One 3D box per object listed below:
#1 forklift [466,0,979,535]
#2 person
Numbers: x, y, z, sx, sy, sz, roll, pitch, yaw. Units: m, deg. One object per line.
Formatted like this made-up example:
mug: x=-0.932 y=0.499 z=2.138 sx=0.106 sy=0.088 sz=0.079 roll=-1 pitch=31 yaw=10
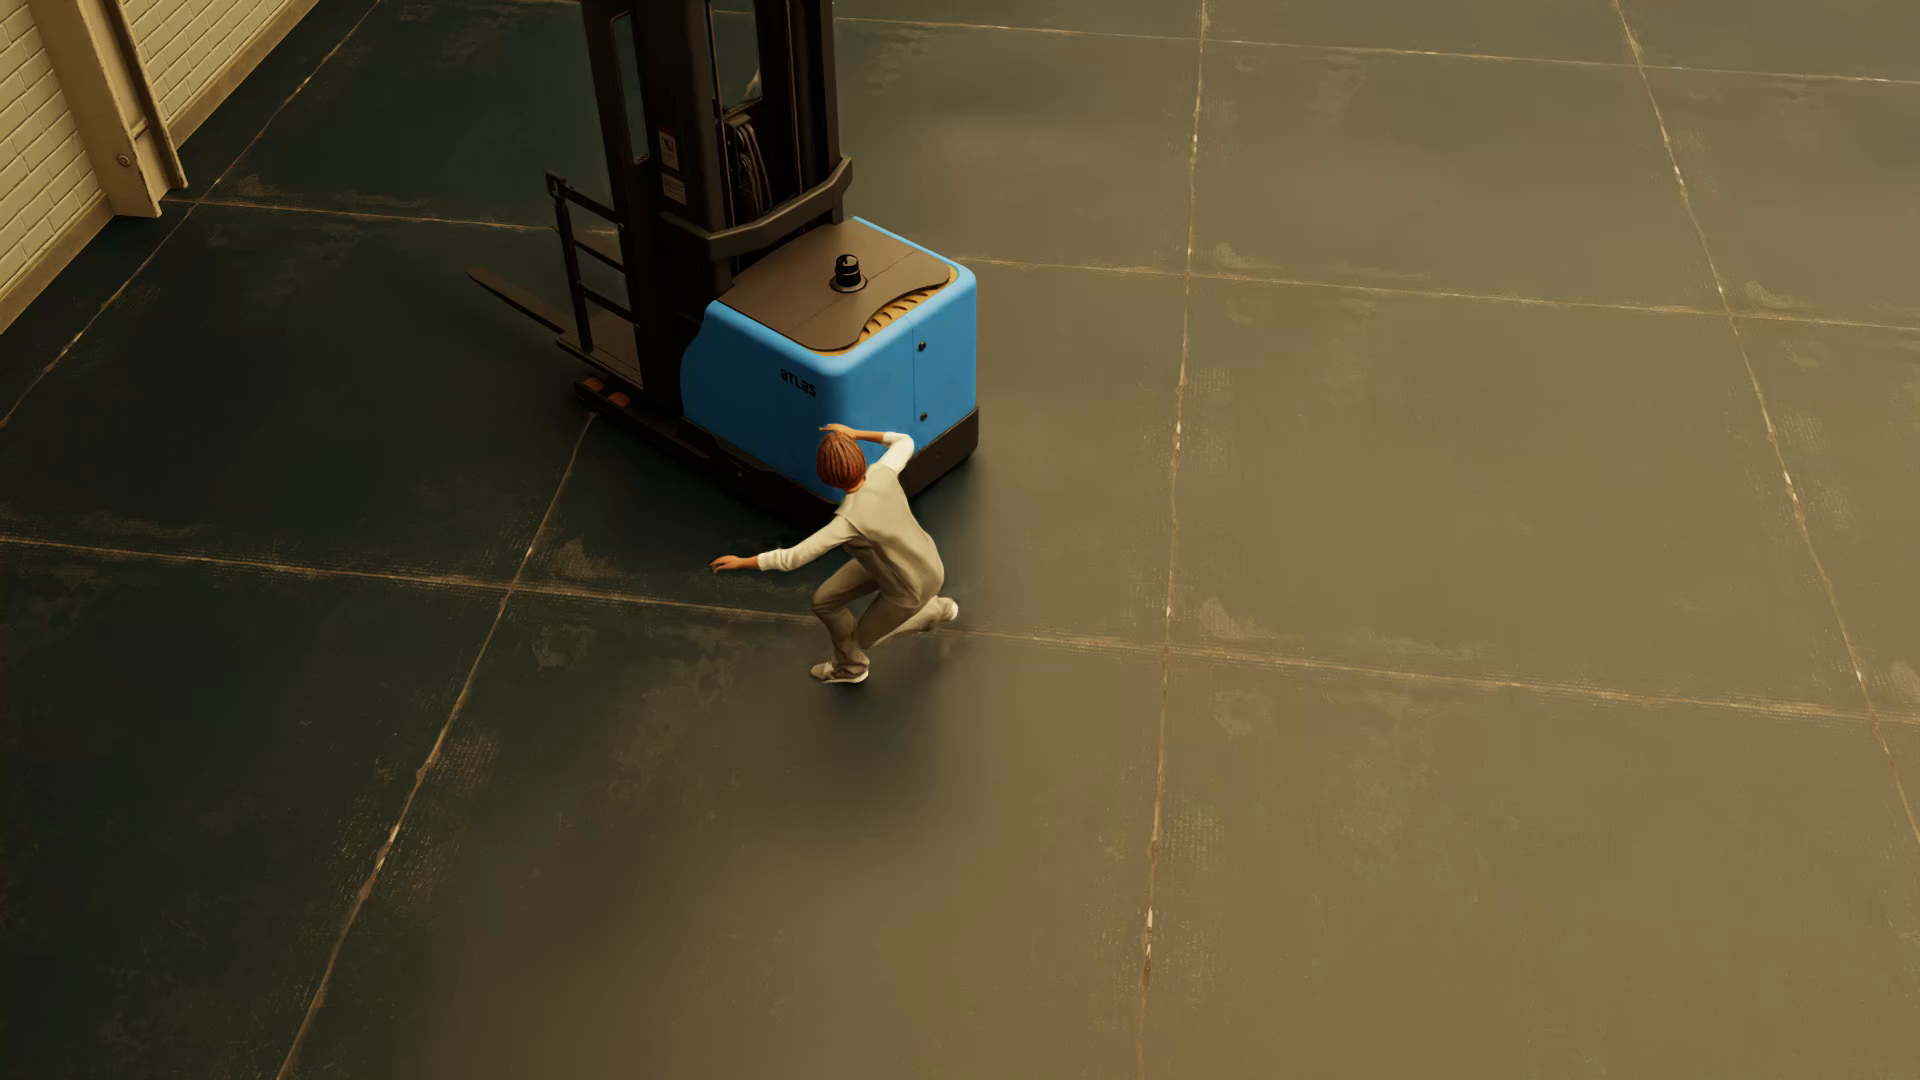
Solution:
forklift: x=-1.359 y=-1.916 z=7.810 sx=3.031 sy=2.935 sz=1.130 roll=30 pitch=50 yaw=28
person: x=-0.508 y=0.040 z=6.871 sx=1.021 sy=1.357 sz=0.701 roll=-5 pitch=43 yaw=-5
